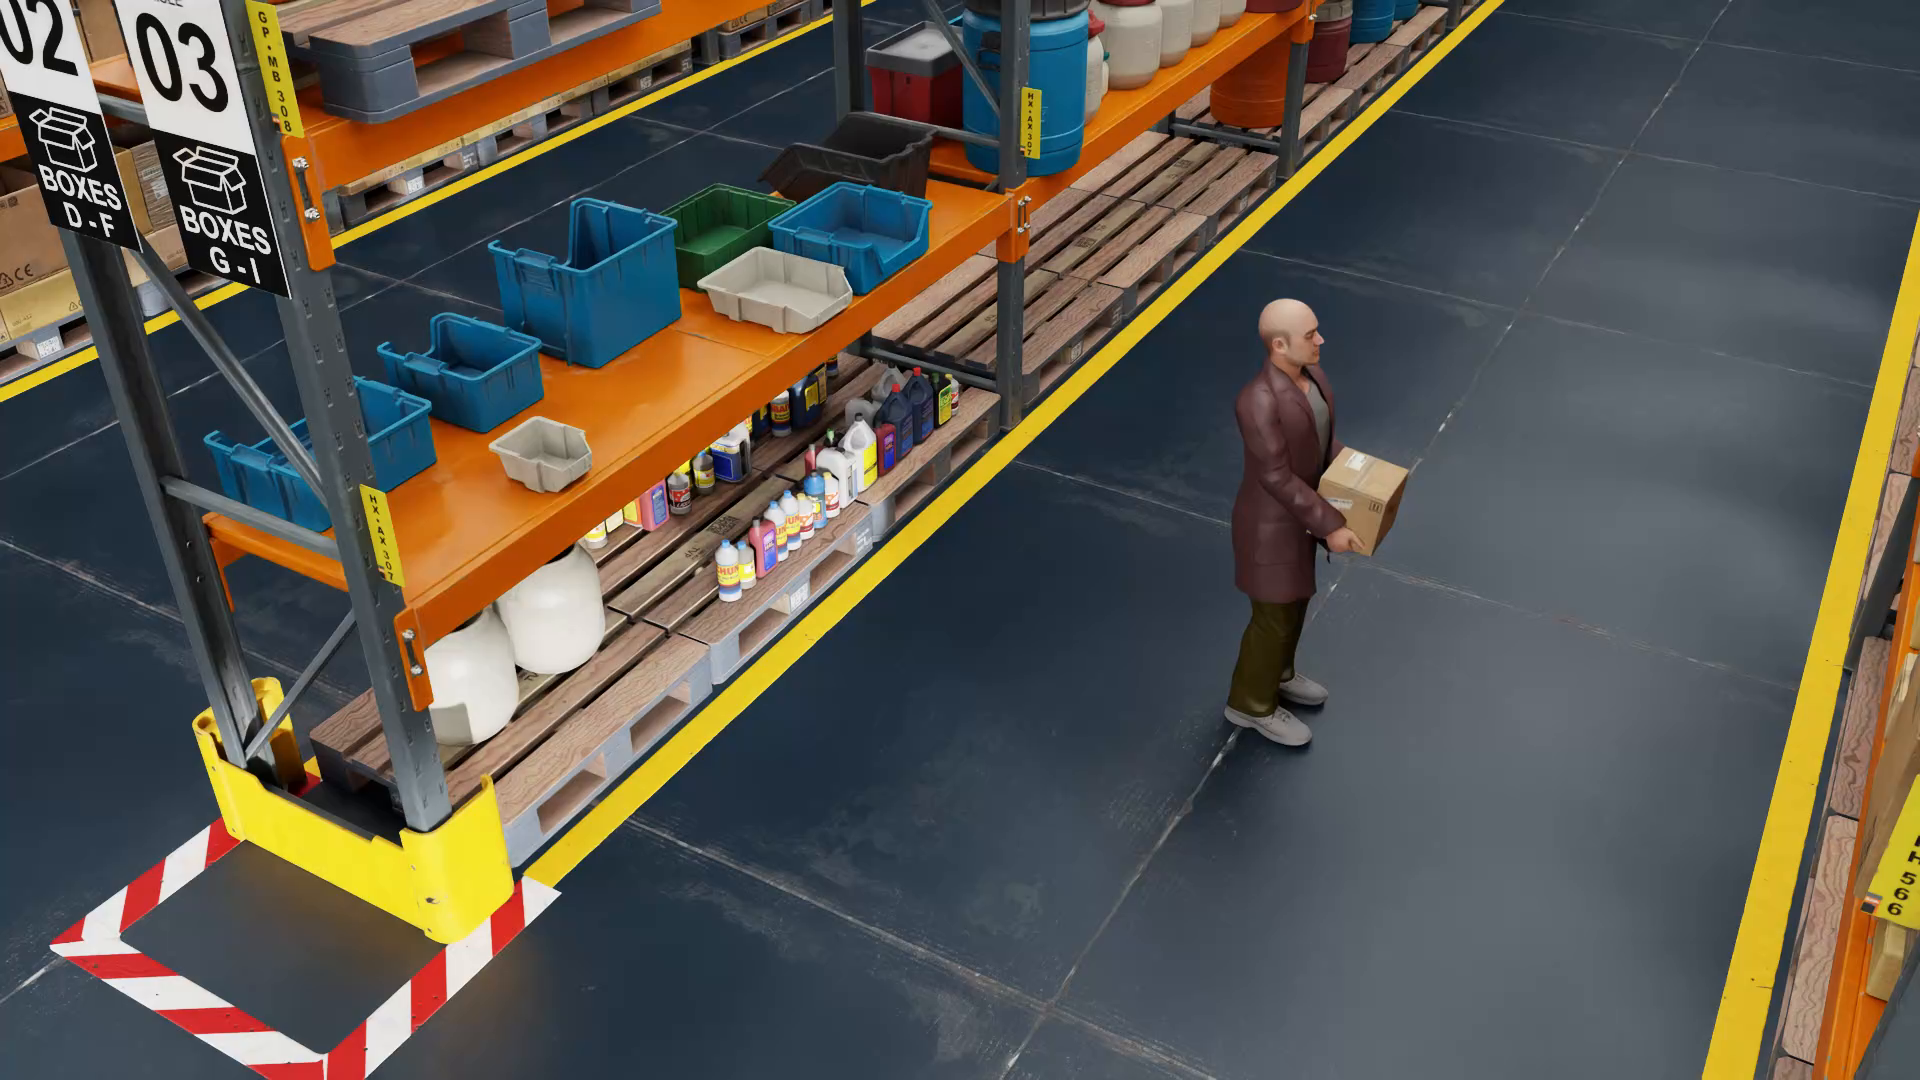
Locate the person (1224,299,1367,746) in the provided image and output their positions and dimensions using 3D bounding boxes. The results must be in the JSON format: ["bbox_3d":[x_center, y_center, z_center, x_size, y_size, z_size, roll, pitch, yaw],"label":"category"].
[{"bbox_3d":[1.293,-0.045,6.225,0.553,1.771,0.527,18,38,25],"label":"person"}]
